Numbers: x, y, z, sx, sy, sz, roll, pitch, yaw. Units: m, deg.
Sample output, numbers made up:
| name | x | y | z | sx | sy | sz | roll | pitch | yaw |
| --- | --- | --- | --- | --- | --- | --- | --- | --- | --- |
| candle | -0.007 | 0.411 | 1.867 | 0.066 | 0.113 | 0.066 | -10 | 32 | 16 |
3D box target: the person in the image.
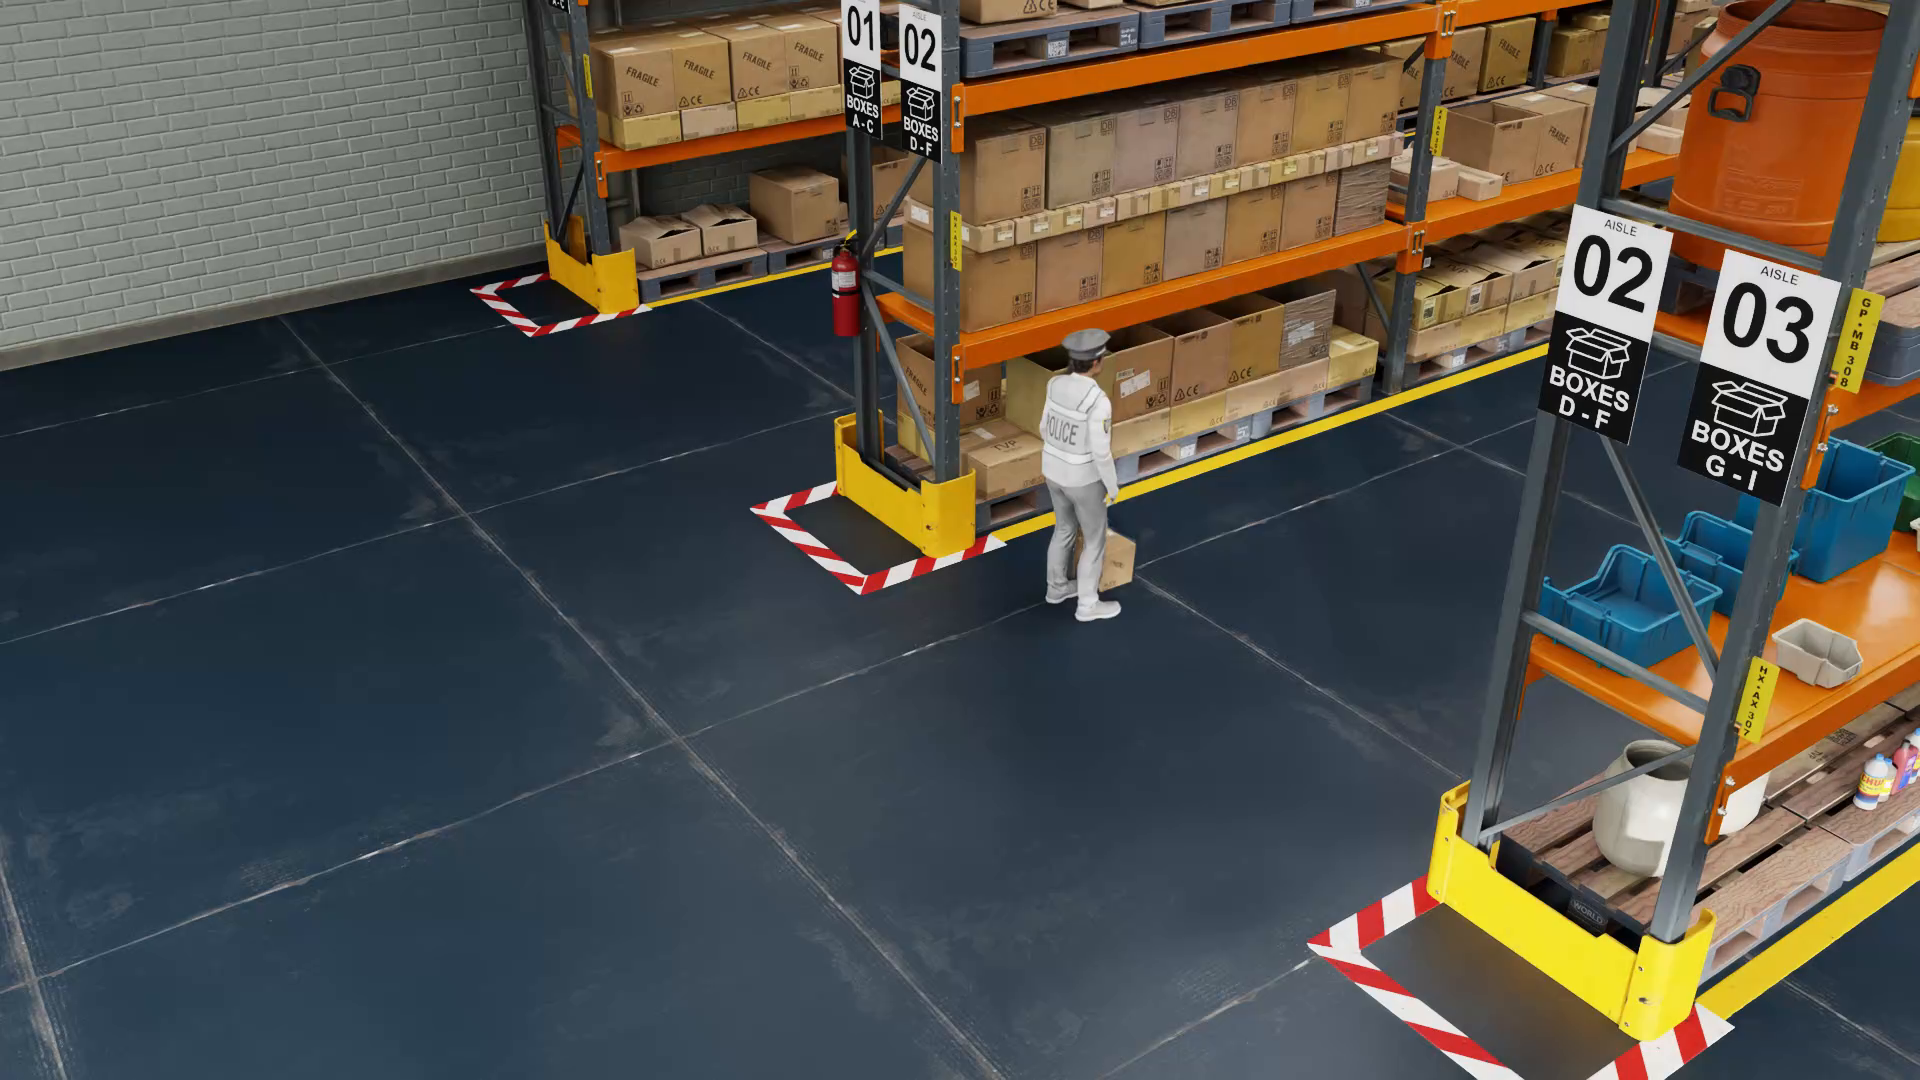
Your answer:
| name | x | y | z | sx | sy | sz | roll | pitch | yaw |
| --- | --- | --- | --- | --- | --- | --- | --- | --- | --- |
| person | 0.655 | -0.353 | 9.262 | 0.360 | 1.665 | 0.513 | -22 | 35 | -34 |
